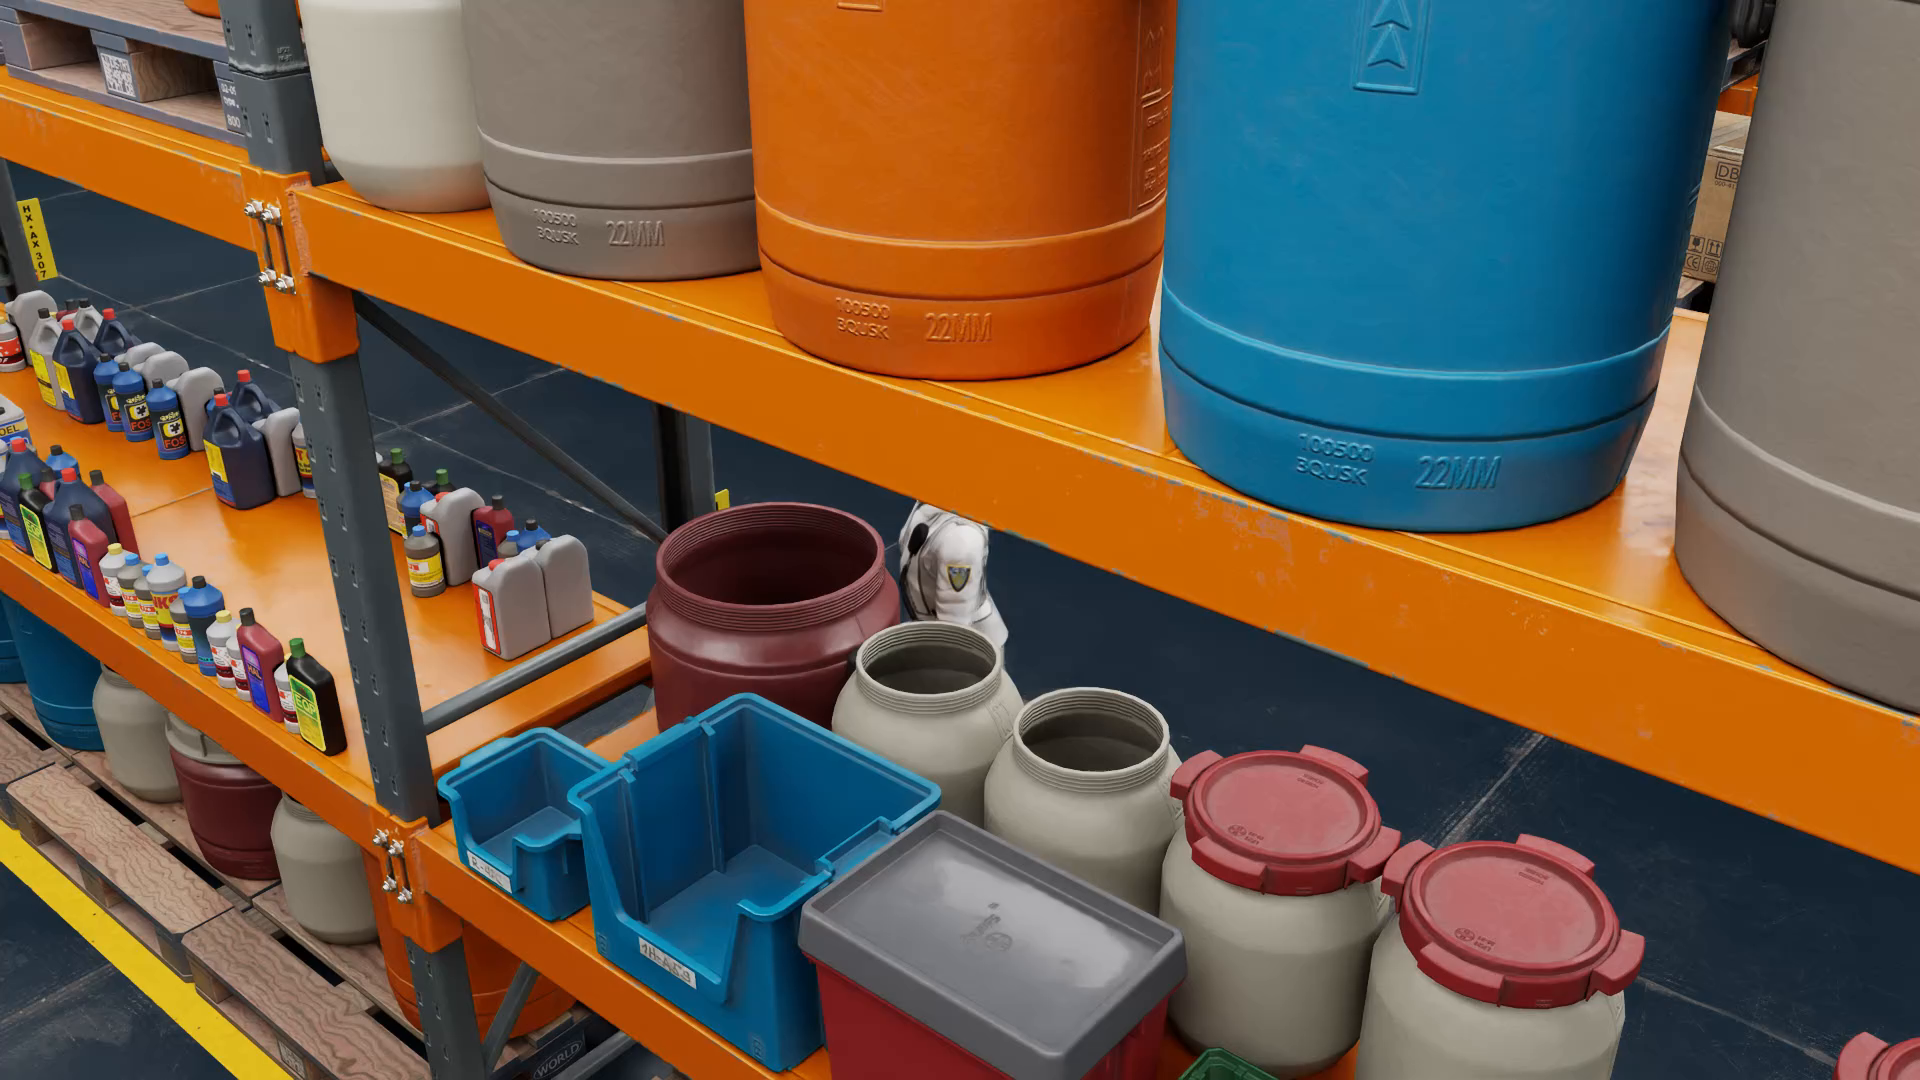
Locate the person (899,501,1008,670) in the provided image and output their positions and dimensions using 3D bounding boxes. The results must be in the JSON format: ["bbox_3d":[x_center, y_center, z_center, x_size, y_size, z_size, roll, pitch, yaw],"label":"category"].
[{"bbox_3d":[-0.067,0.349,5.387,0.559,1.666,0.573,-6,28,-11],"label":"person"}]
